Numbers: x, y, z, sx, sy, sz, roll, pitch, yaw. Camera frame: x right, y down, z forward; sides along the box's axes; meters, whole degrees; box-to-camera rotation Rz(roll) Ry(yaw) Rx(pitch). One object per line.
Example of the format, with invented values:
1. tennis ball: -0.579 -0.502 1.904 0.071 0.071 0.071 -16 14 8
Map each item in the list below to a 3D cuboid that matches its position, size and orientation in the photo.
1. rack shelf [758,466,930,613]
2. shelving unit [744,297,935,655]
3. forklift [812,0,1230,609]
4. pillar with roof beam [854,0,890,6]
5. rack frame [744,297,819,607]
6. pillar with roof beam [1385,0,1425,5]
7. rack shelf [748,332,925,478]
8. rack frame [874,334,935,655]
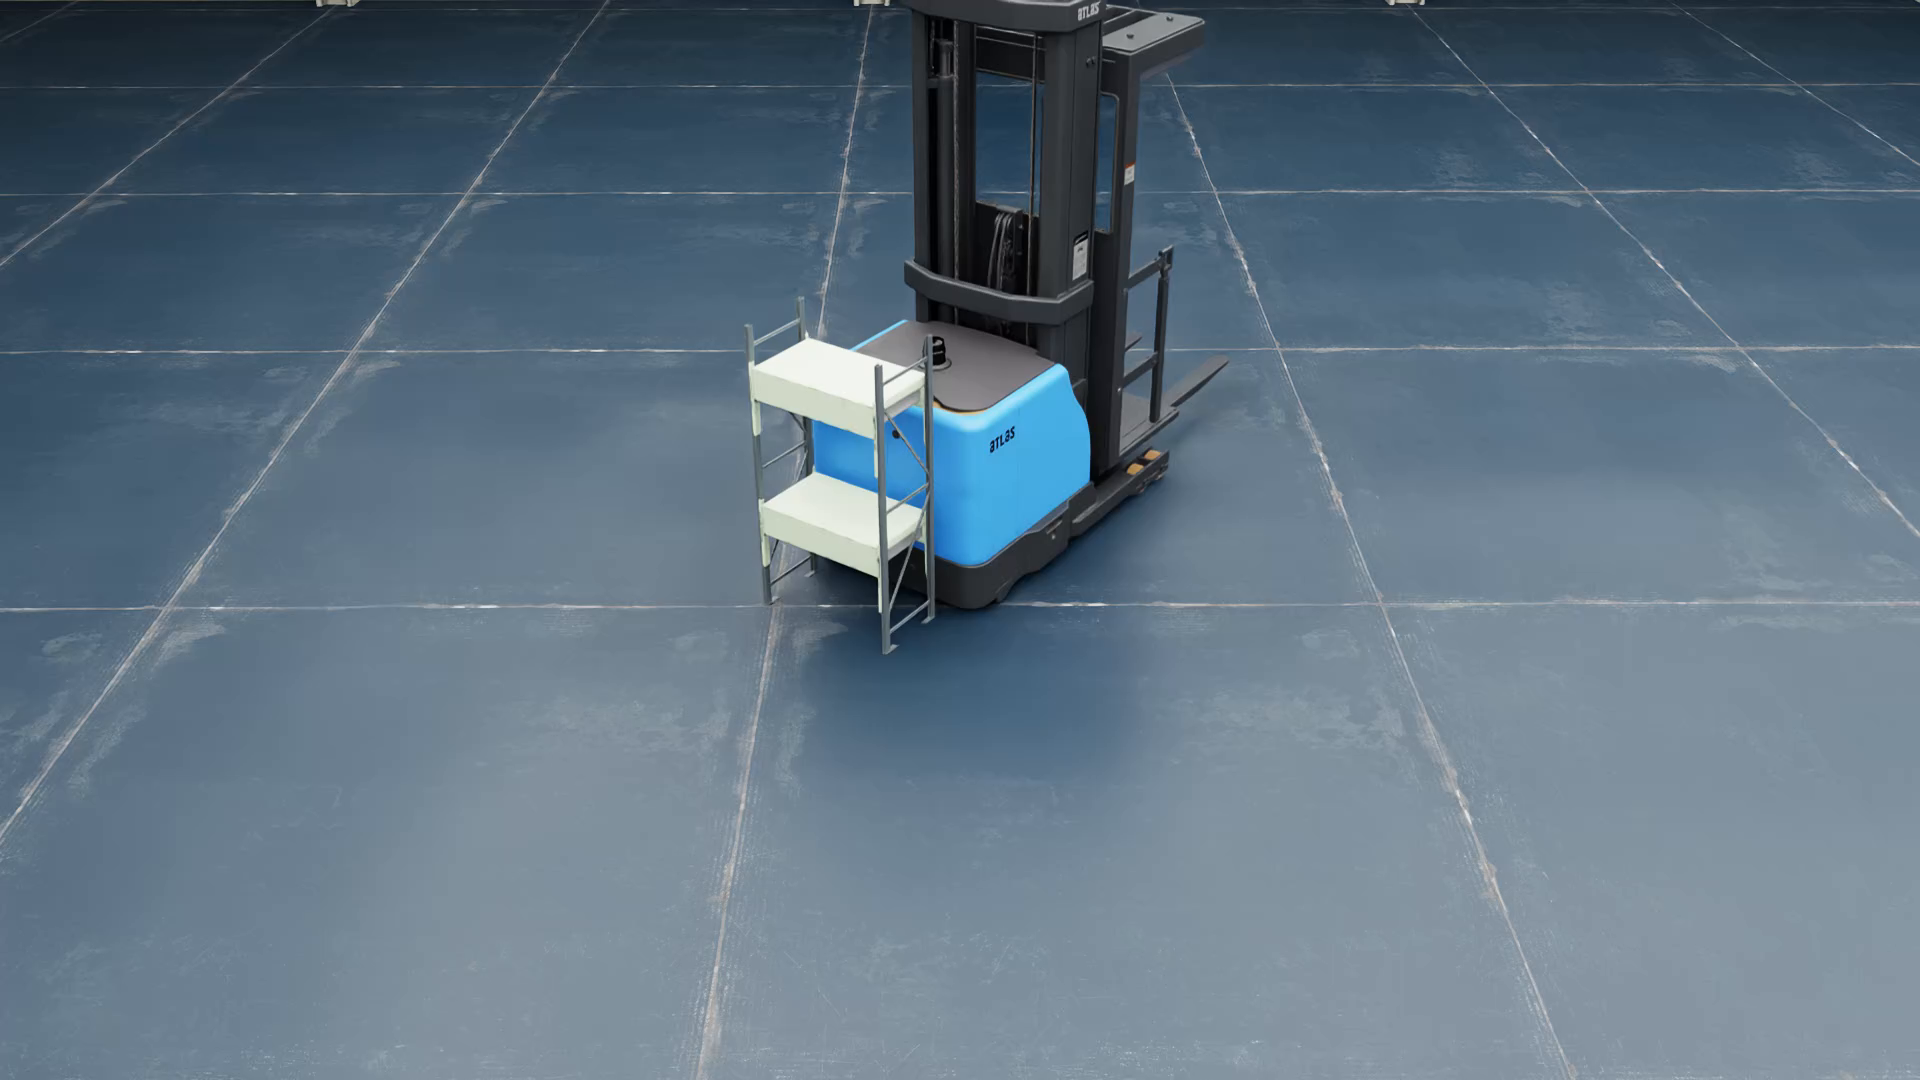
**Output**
1. rack shelf: -0.545 -0.013 7.954 0.720 0.370 0.431 20 36 29
2. shelving unit: -0.545 -0.292 7.785 0.755 1.500 0.431 20 36 29
3. forklift: 0.512 -1.635 8.619 1.130 2.935 3.031 20 36 29
4. pillar with roof beam: -0.964 -7.676 12.726 0.400 9.000 9.100 0 31 0
5. rack frame: -0.845 -0.400 7.964 0.023 1.500 0.400 20 36 29
6. pillar with roof beam: 5.036 -7.695 12.757 0.400 9.000 9.100 0 31 0
7. rack shelf: -0.545 -0.626 7.583 0.720 0.370 0.431 20 36 29
8. rack frame: -0.244 -0.184 7.607 0.023 1.500 0.400 20 36 29
